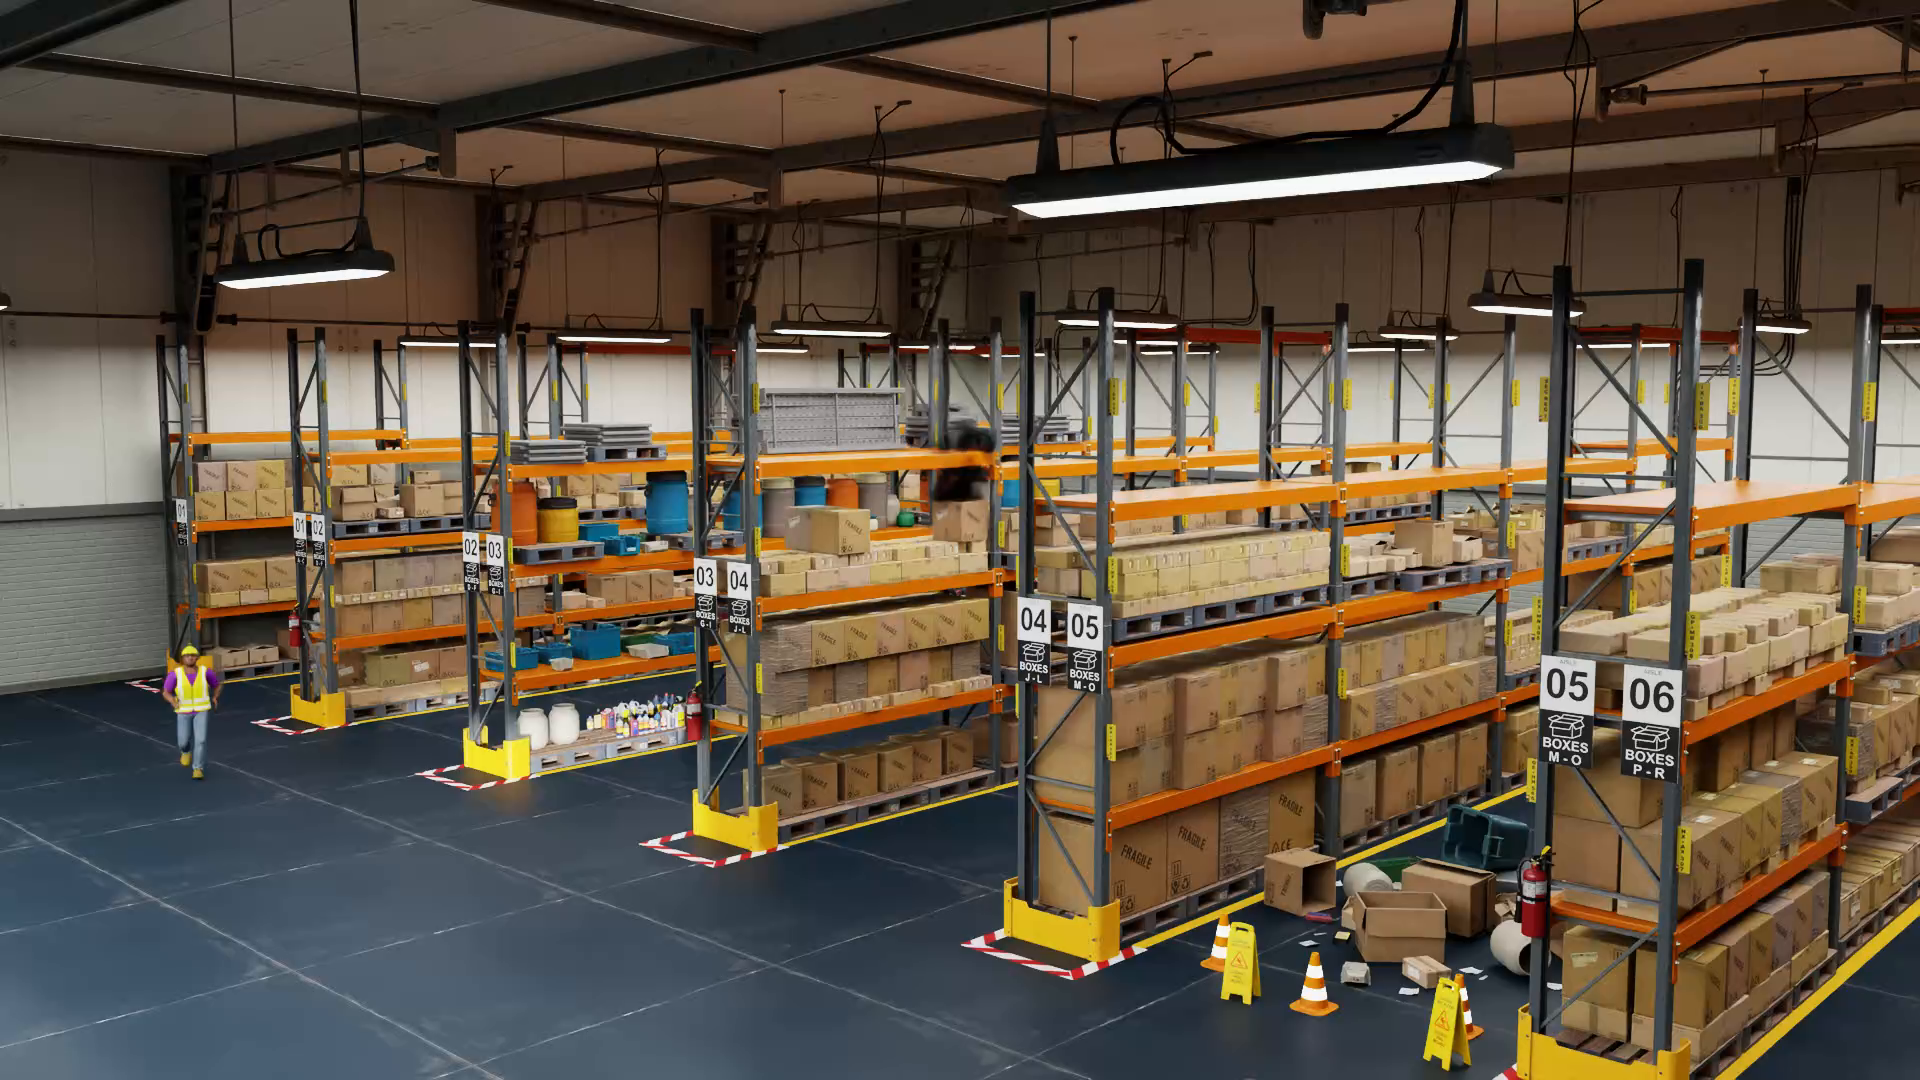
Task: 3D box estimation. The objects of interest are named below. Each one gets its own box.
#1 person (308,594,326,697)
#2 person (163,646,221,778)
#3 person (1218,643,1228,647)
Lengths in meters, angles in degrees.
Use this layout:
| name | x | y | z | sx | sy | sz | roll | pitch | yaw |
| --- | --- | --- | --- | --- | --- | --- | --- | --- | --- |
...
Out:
| name | x | y | z | sx | sy | sz | roll | pitch | yaw |
| --- | --- | --- | --- | --- | --- | --- | --- | --- | --- |
| person | -10.462 | 1.727 | 27.375 | 0.579 | 1.684 | 0.942 | 4 | 7 | 36 |
| person | -10.108 | 2.250 | 21.926 | 0.707 | 1.723 | 0.713 | -3 | 6 | -26 |
| person | 3.256 | 2.134 | 20.172 | 0.638 | 1.889 | 0.655 | 5 | 8 | 45 |
